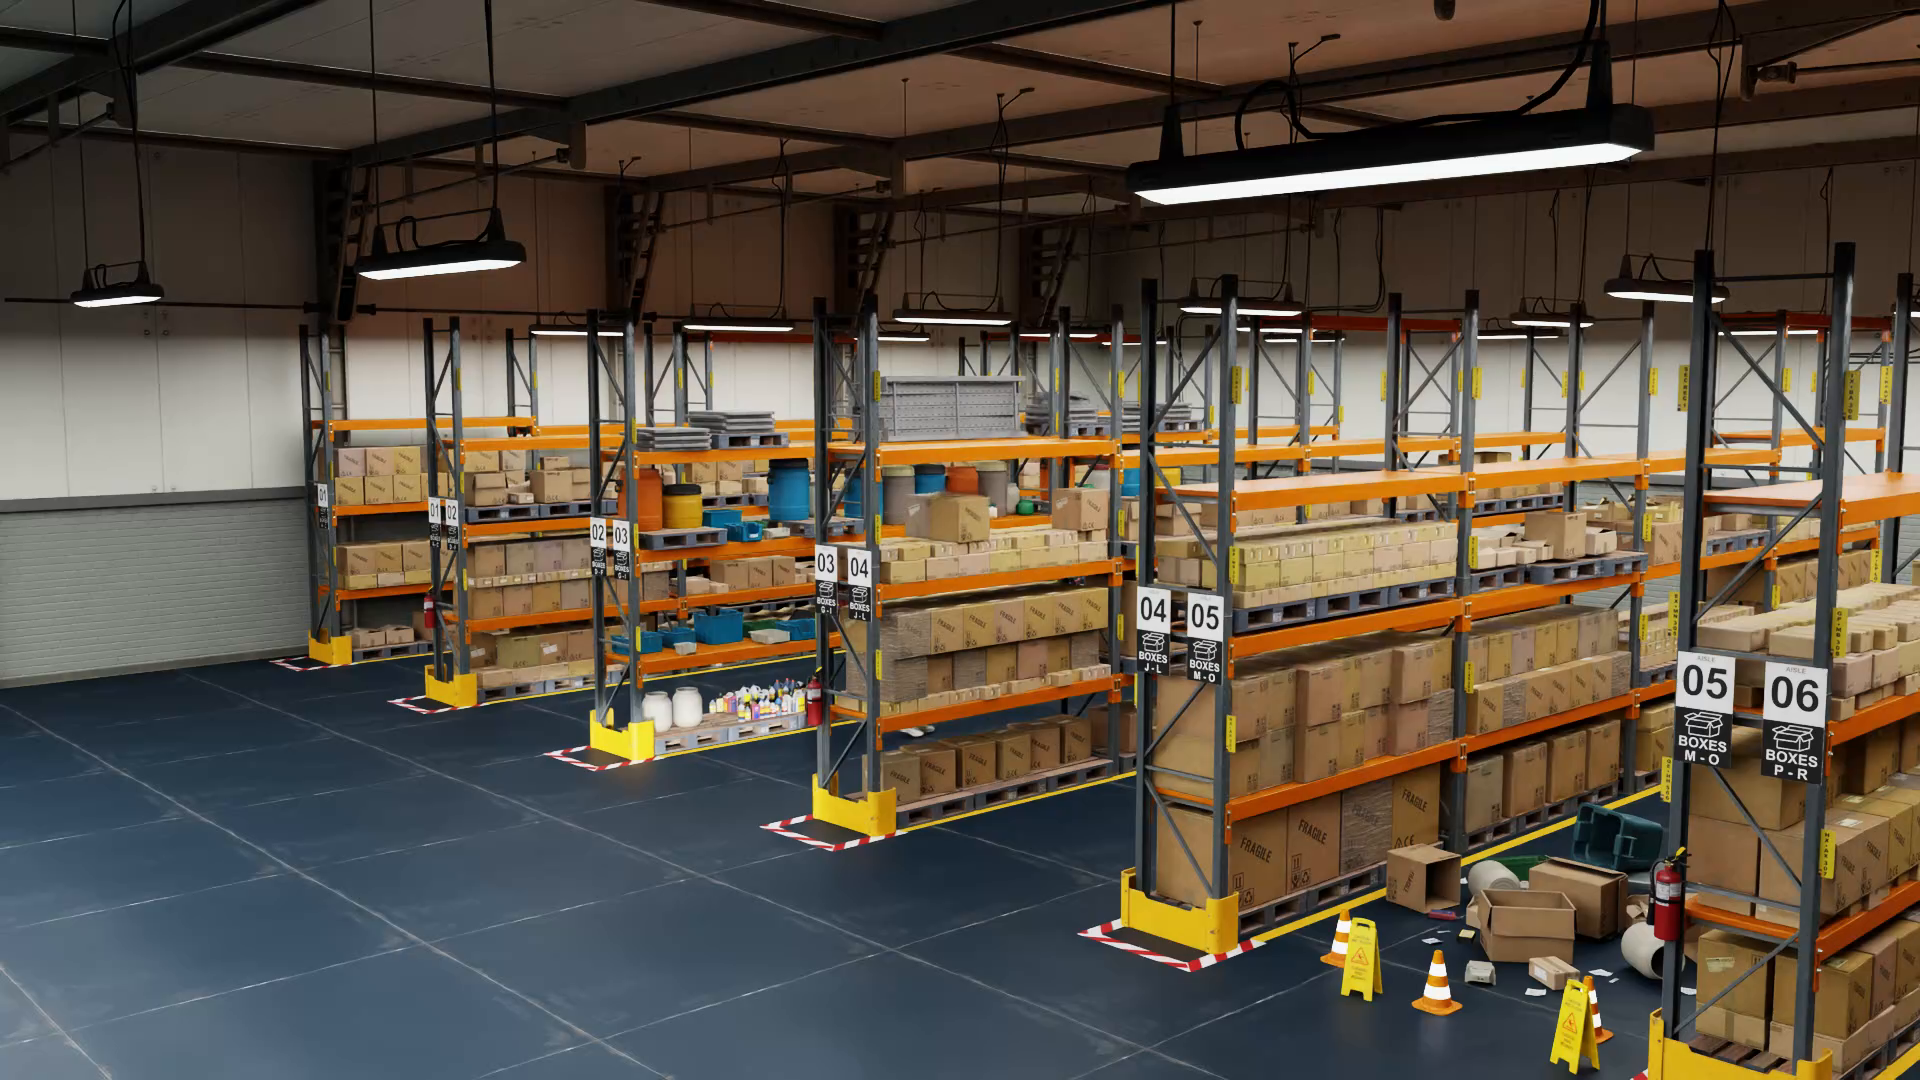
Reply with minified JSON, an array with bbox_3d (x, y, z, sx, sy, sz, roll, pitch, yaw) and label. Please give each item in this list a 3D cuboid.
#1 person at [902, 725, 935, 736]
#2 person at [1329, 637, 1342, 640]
[{"bbox_3d":[-0.614,1.895,23.678,0.582,1.777,0.634,-1,6,-14],"label":"person"},{"bbox_3d":[4.919,2.069,22.114,1.085,1.707,0.623,-5,8,-40],"label":"person"}]
